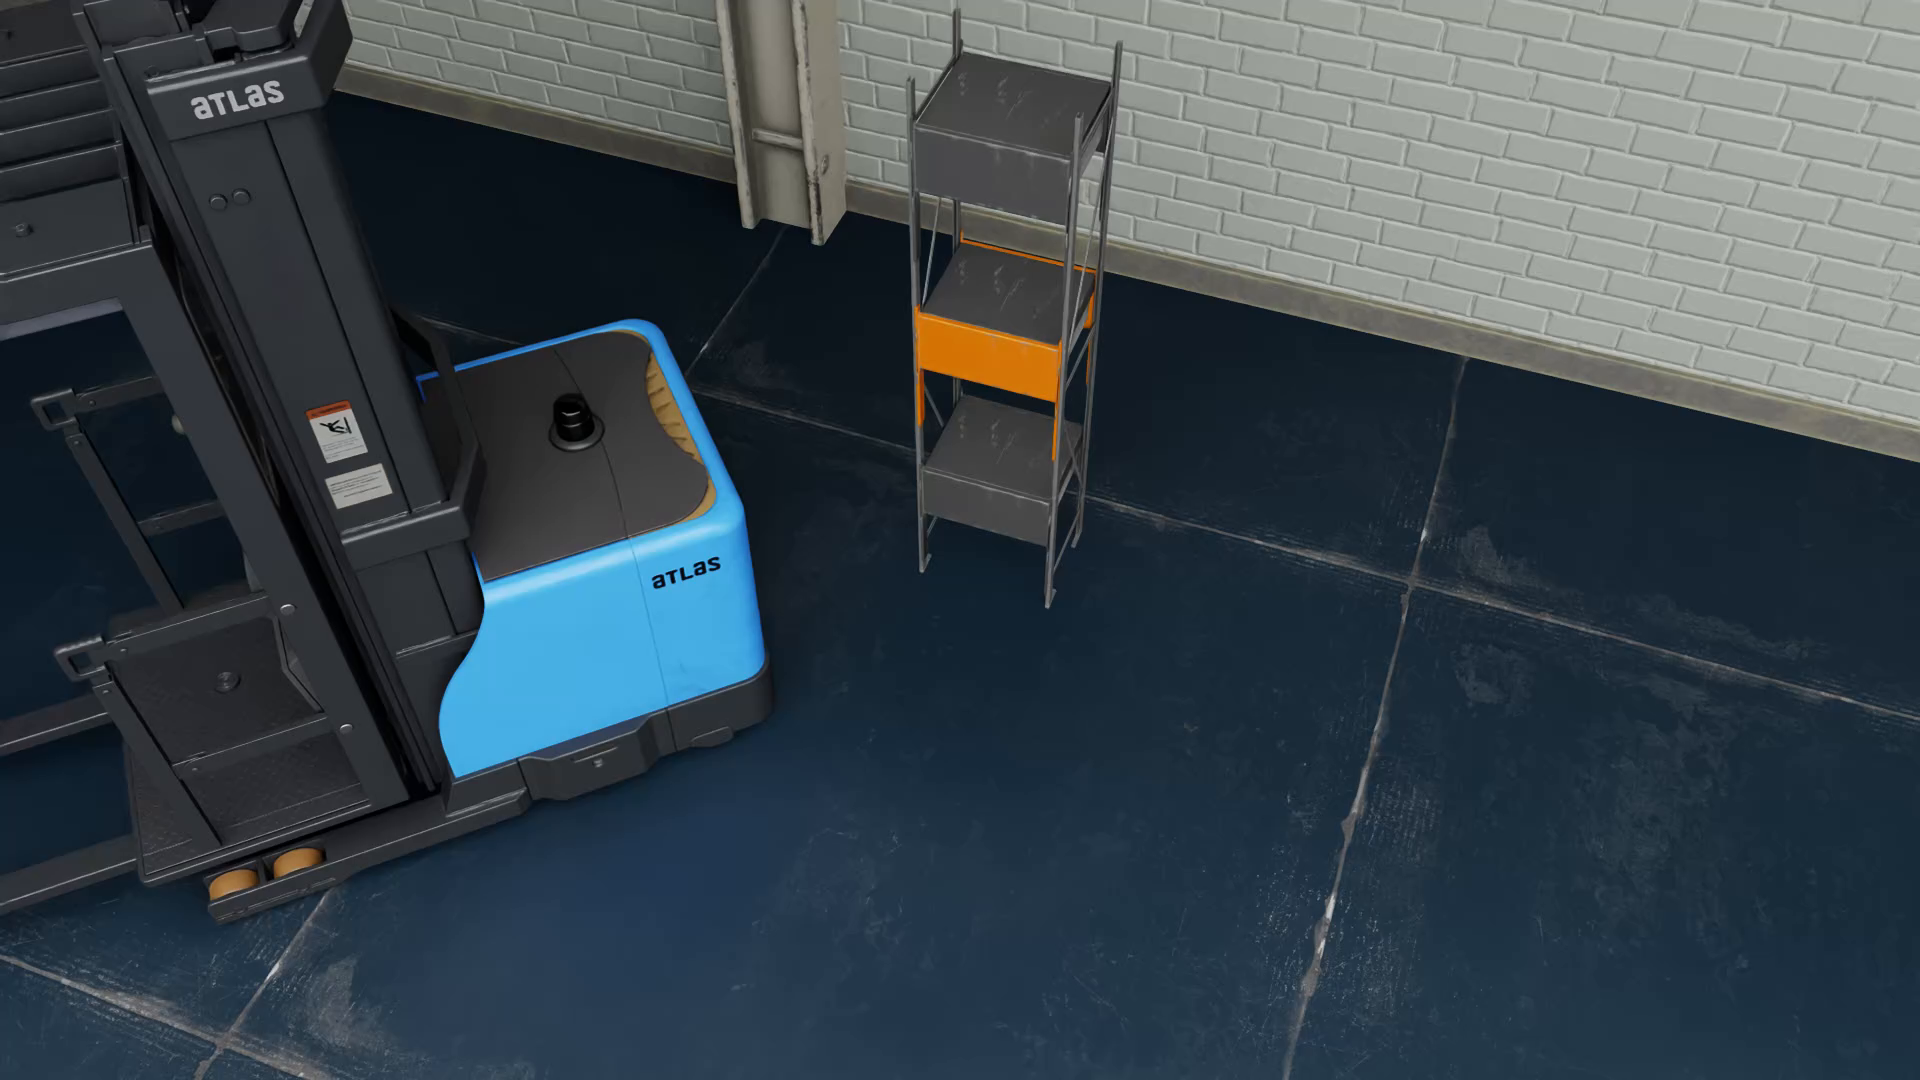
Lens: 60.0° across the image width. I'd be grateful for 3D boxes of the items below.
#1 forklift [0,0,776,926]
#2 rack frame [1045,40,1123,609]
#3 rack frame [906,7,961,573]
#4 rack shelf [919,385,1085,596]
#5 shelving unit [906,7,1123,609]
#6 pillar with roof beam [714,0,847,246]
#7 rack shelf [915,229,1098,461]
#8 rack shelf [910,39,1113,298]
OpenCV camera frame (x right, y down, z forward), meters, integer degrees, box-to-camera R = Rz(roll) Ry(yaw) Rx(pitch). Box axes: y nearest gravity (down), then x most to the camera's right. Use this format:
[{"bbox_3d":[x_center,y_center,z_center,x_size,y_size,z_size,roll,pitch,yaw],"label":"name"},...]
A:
[{"bbox_3d":[-2.194,-0.231,4.510,3.031,2.935,1.130,-18,51,-15],"label":"forklift"},{"bbox_3d":[0.384,-0.580,5.364,0.015,2.100,0.400,16,51,13],"label":"rack frame"},{"bbox_3d":[-0.074,-0.708,5.474,0.015,2.100,0.400,16,51,13],"label":"rack frame"},{"bbox_3d":[0.155,-0.177,5.958,0.480,0.518,0.431,16,51,13],"label":"rack shelf"},{"bbox_3d":[0.155,-0.644,5.419,0.503,2.100,0.431,16,51,13],"label":"shelving unit"},{"bbox_3d":[-2.235,-1.361,1.475,0.400,9.000,9.100,16,51,13],"label":"pillar with roof beam"},{"bbox_3d":[0.155,-0.635,5.429,0.480,0.518,0.431,16,51,13],"label":"rack shelf"},{"bbox_3d":[0.155,-1.094,4.900,0.480,0.518,0.431,16,51,13],"label":"rack shelf"}]
